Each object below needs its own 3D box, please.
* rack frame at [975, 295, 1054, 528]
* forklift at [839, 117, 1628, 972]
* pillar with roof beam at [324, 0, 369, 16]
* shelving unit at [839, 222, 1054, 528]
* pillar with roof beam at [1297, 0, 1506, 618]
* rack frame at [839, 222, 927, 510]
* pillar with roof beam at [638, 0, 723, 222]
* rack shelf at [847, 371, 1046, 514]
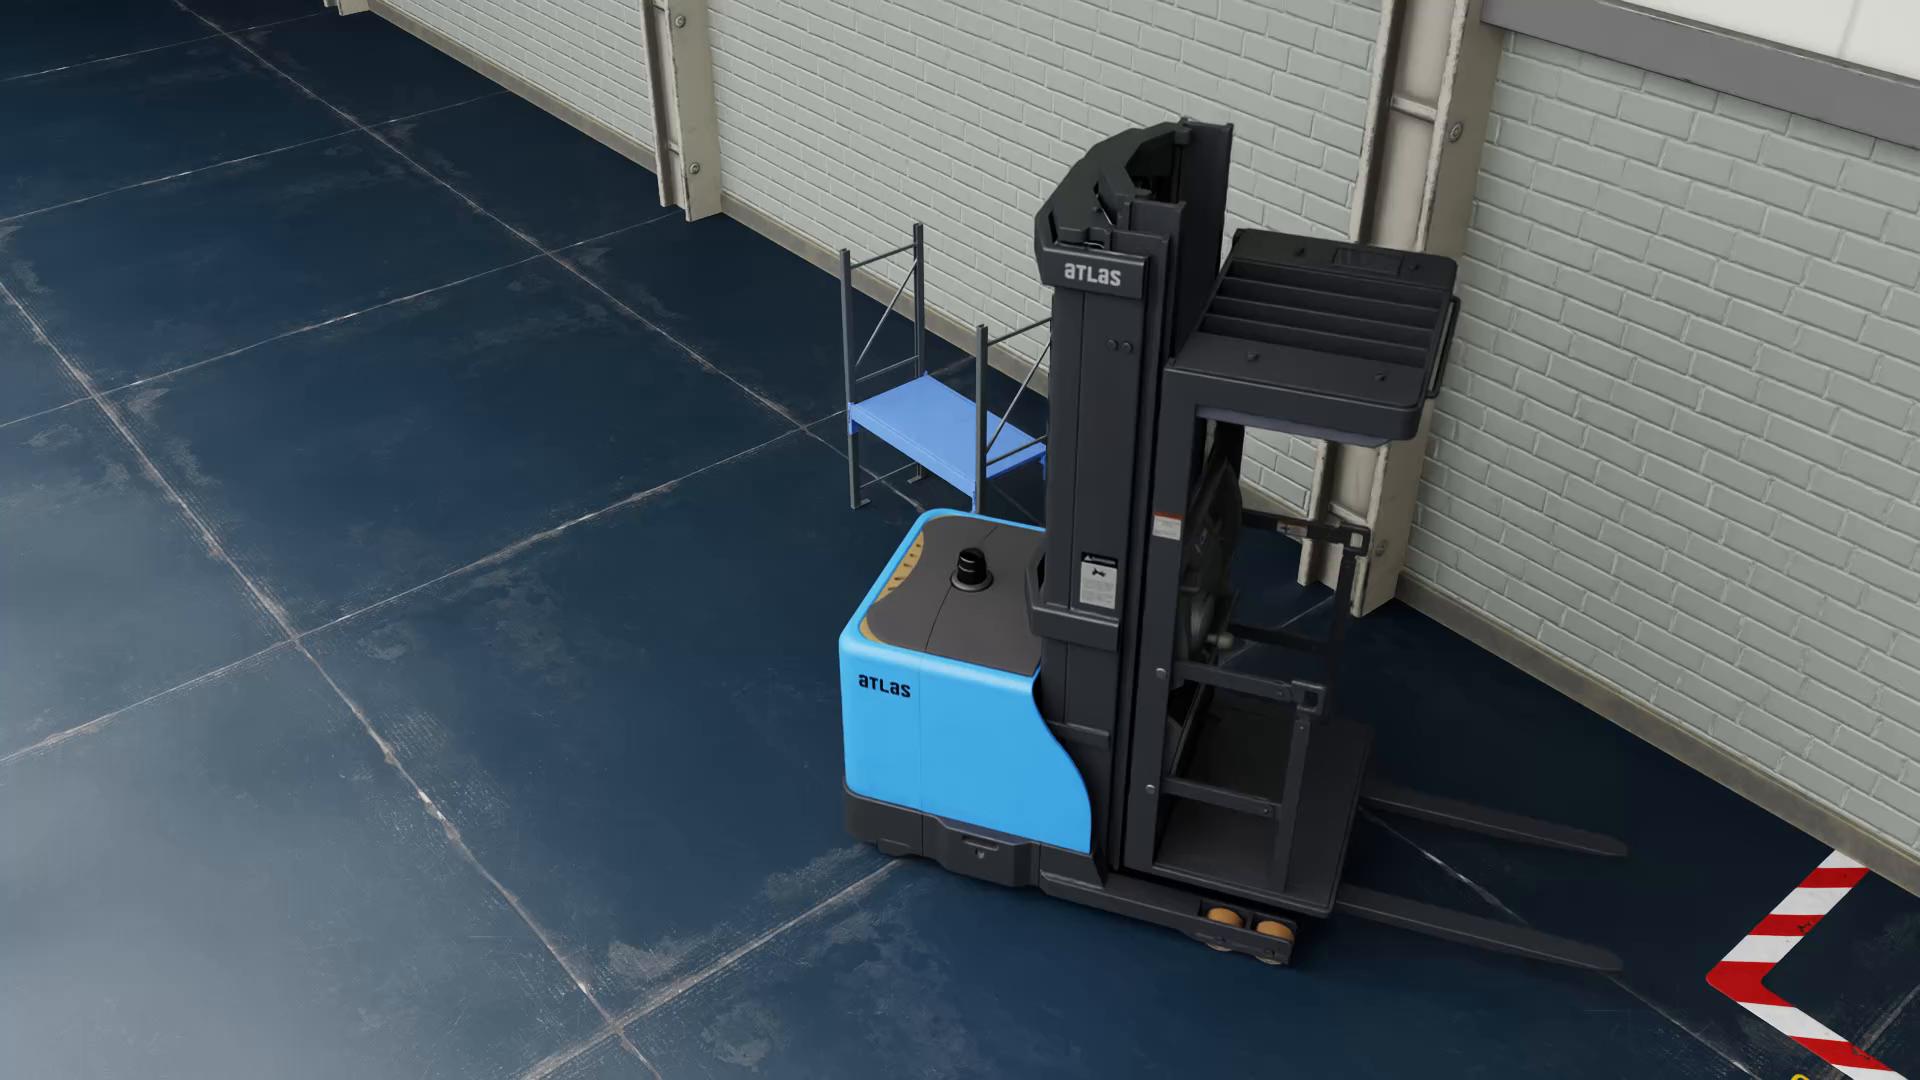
[{"bbox_3d":[0.273,-0.425,7.954,0.500,1.500,0.032,-26,43,-32],"label":"rack frame"},{"bbox_3d":[1.097,0.078,6.005,3.031,2.935,1.130,12,37,16],"label":"forklift"},{"bbox_3d":[-9.096,-7.127,10.928,9.100,9.000,0.400,-26,43,-32],"label":"pillar with roof beam"},{"bbox_3d":[-0.055,-0.650,8.271,0.538,1.500,1.048,-26,43,-32],"label":"shelving unit"},{"bbox_3d":[-1.352,-1.829,3.448,9.100,9.000,0.400,-26,43,-32],"label":"pillar with roof beam"},{"bbox_3d":[-0.383,-0.874,8.588,0.500,1.500,0.032,-26,43,-32],"label":"rack frame"},{"bbox_3d":[-5.224,-4.478,7.188,9.100,9.000,0.400,-26,43,-32],"label":"pillar with roof beam"},{"bbox_3d":[-0.055,-0.503,8.375,0.538,0.185,1.000,-26,43,-32],"label":"rack shelf"}]
